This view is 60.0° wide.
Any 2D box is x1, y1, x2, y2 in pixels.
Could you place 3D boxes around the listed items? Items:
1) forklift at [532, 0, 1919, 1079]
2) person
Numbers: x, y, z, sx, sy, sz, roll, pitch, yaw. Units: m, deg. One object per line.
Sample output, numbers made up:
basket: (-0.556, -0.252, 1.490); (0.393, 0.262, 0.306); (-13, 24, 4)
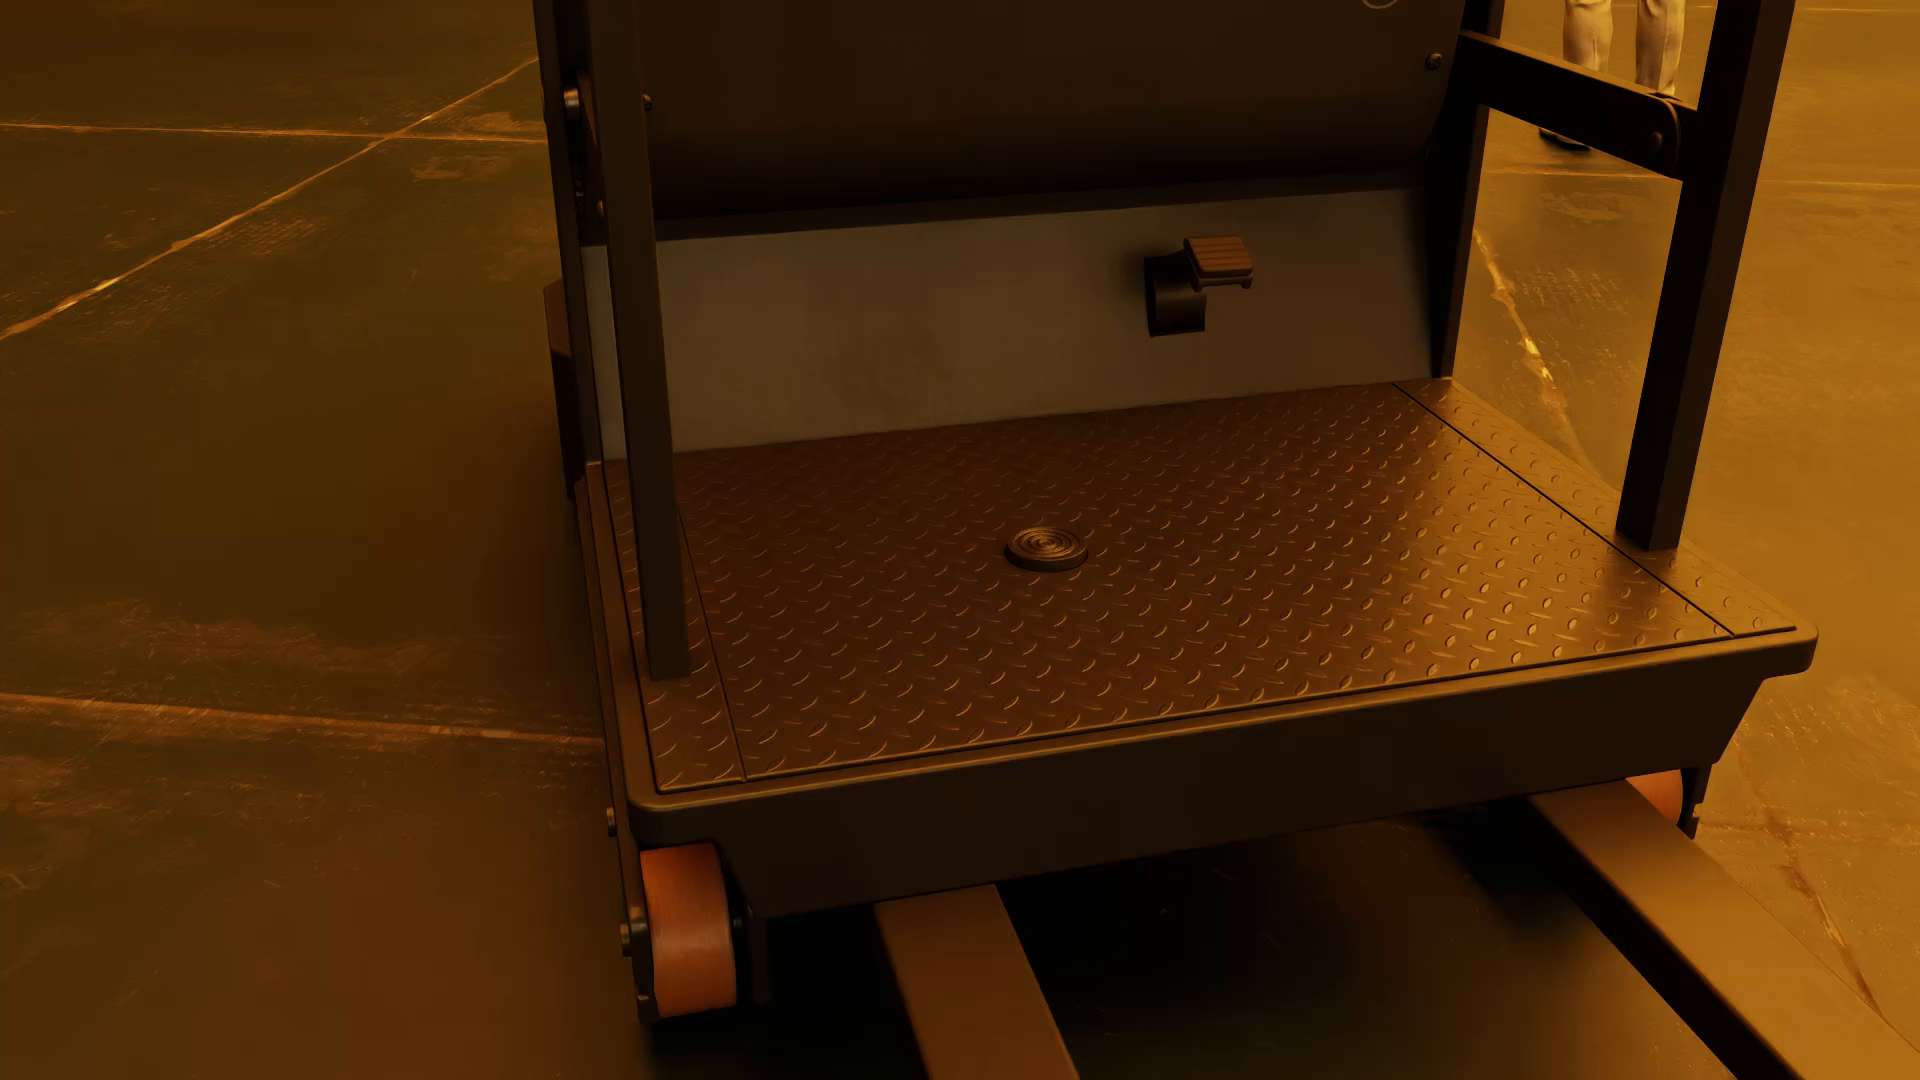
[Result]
forklift: (0.153, -1.049, 1.319); (1.130, 2.935, 3.031); (-7, 27, -13)
person: (1.783, -1.918, 4.429); (0.587, 1.695, 0.532); (4, 27, 9)
